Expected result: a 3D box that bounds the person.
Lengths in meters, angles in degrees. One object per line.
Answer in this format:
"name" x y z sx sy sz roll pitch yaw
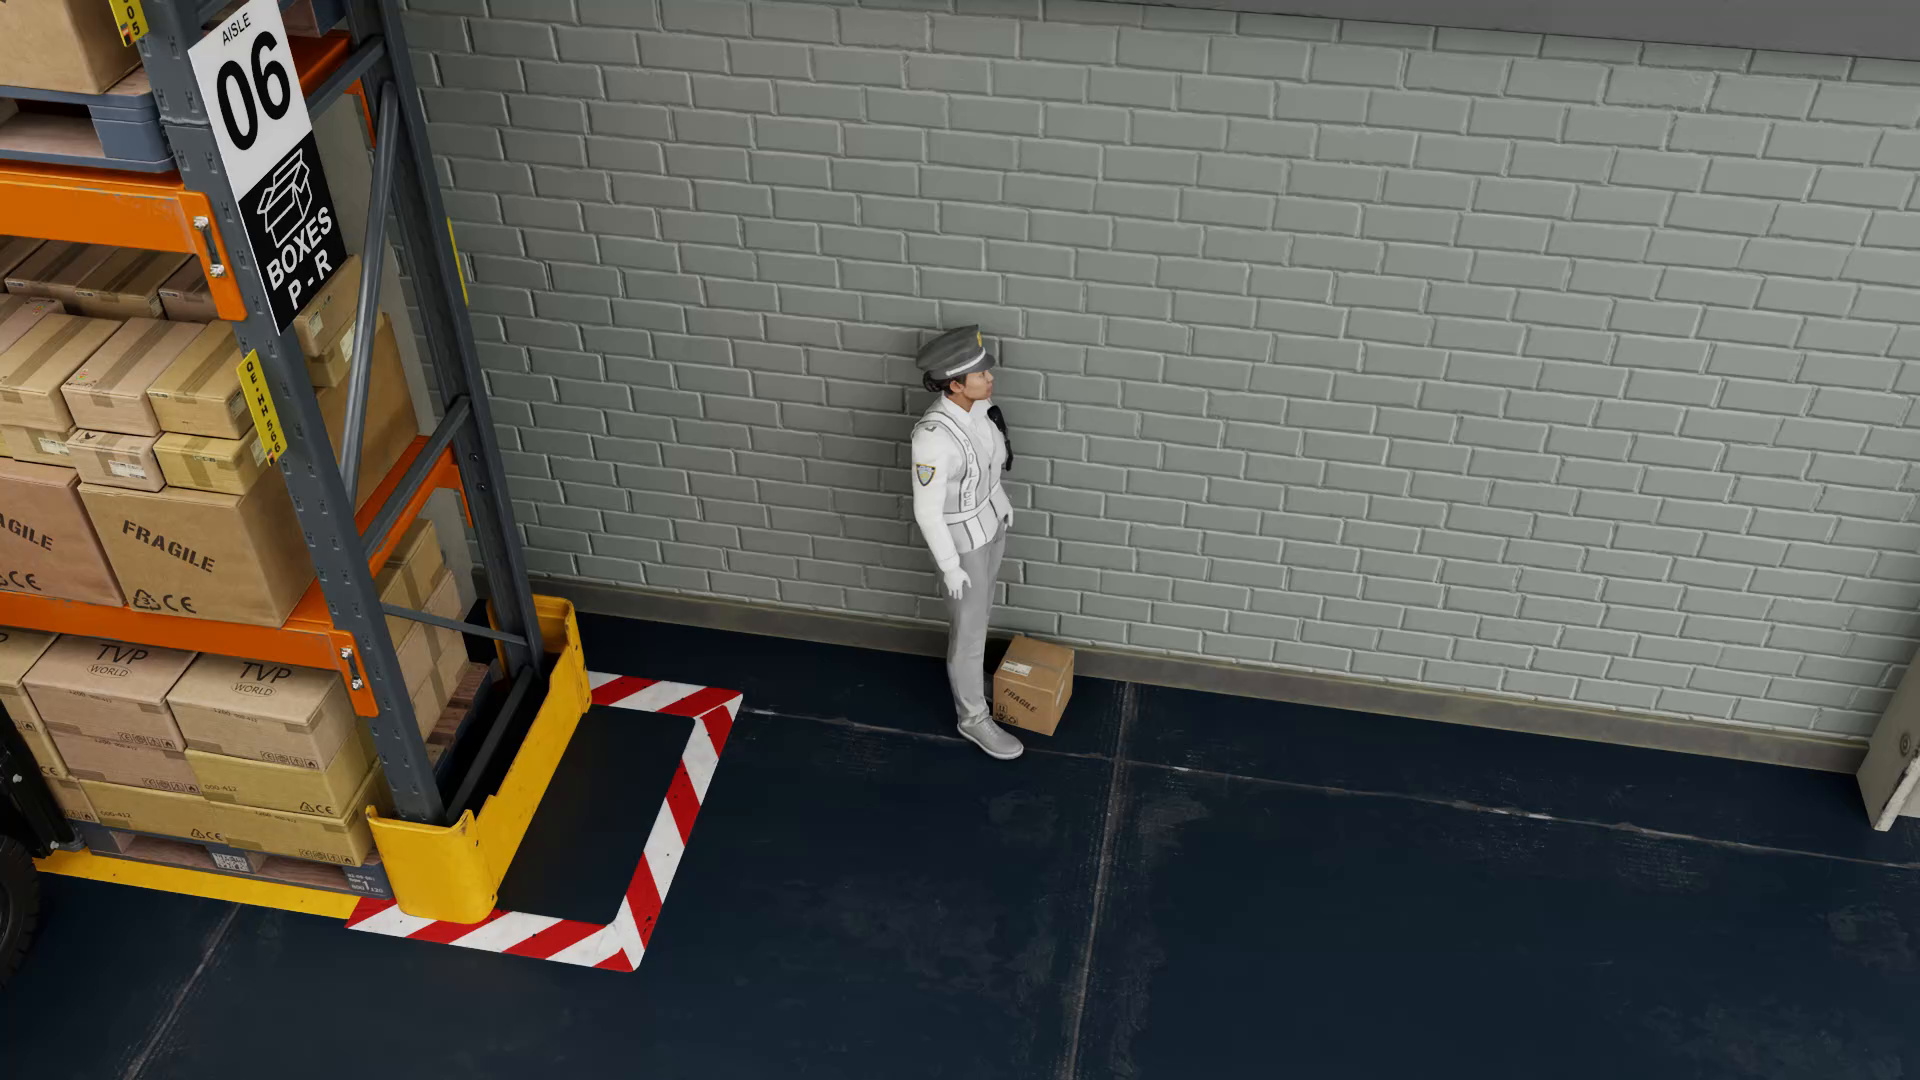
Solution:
"person" 0.088 -0.016 6.136 0.534 1.697 0.588 16 43 17
